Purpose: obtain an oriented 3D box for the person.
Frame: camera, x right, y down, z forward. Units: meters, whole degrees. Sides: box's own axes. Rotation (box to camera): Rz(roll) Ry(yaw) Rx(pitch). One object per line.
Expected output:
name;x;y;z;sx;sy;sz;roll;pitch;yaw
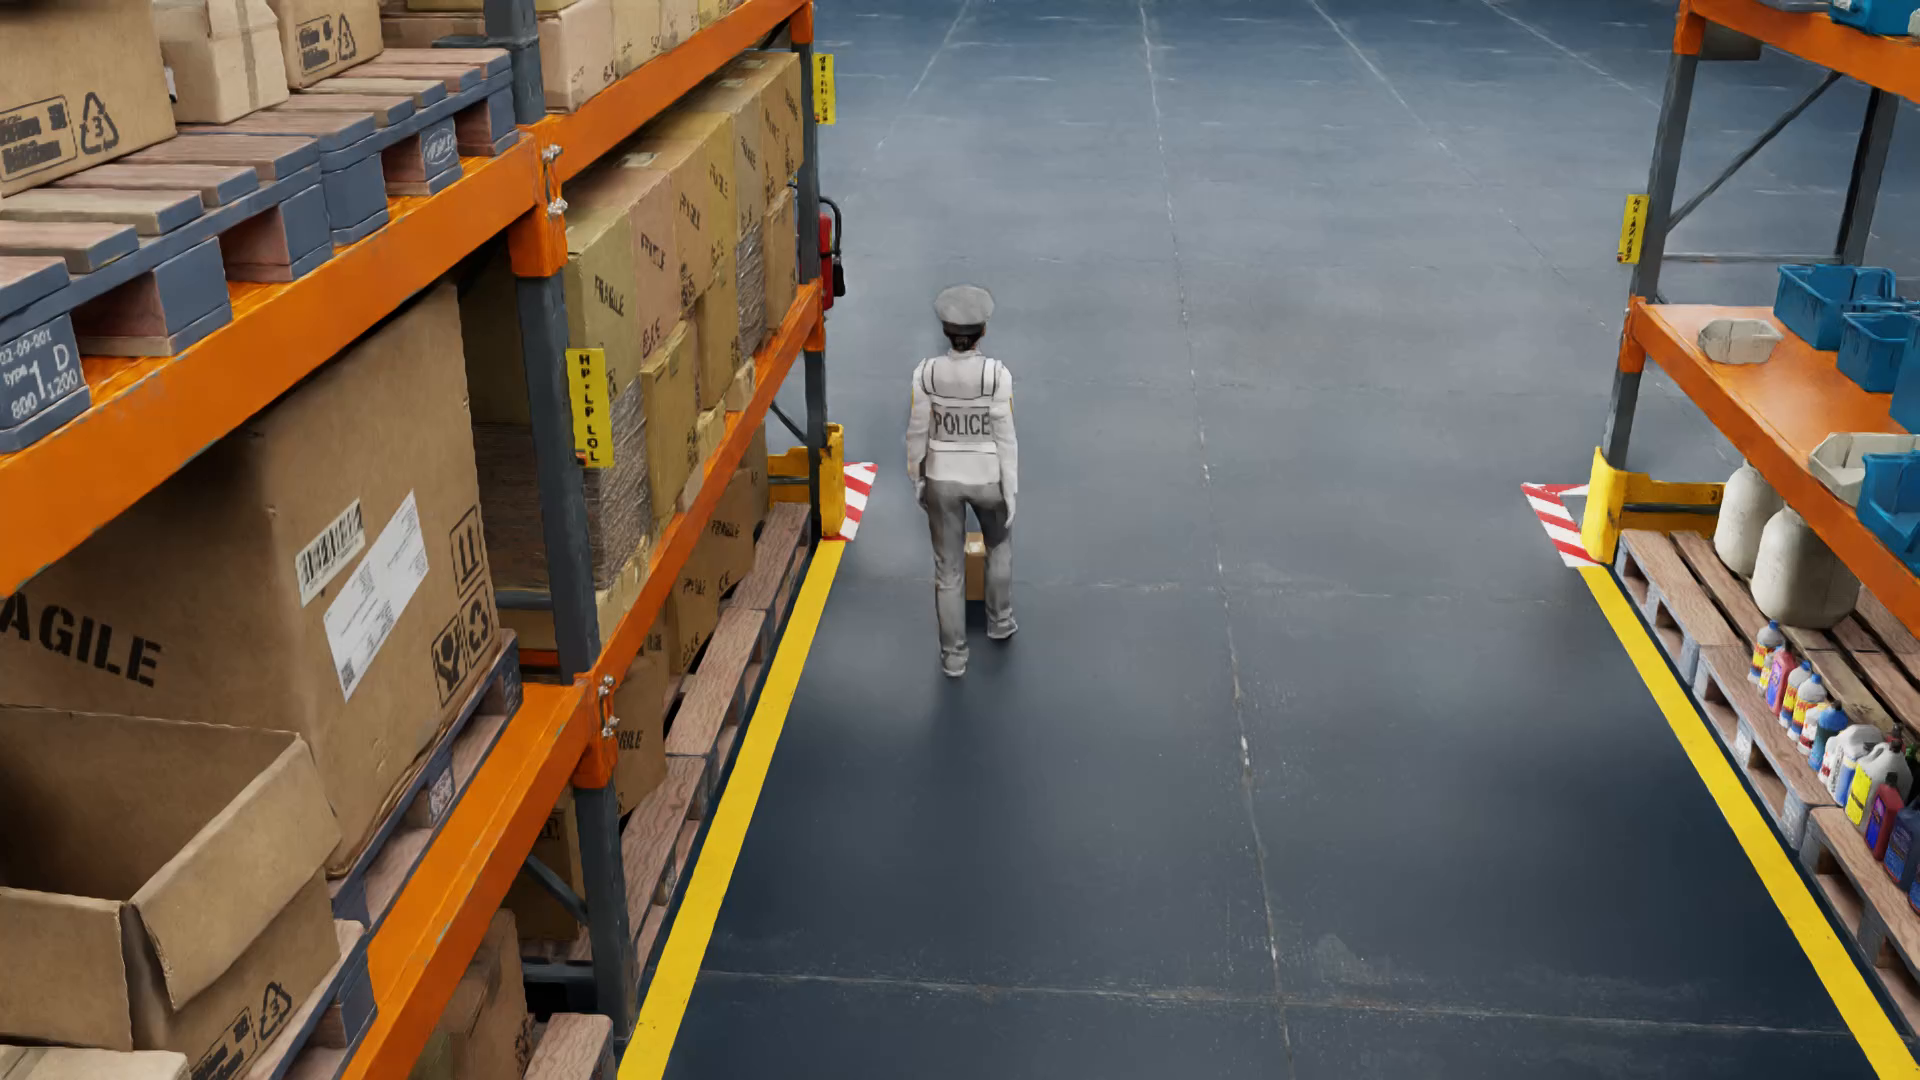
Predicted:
person;0.014;-0.269;7.139;0.478;1.682;0.577;2;25;4
